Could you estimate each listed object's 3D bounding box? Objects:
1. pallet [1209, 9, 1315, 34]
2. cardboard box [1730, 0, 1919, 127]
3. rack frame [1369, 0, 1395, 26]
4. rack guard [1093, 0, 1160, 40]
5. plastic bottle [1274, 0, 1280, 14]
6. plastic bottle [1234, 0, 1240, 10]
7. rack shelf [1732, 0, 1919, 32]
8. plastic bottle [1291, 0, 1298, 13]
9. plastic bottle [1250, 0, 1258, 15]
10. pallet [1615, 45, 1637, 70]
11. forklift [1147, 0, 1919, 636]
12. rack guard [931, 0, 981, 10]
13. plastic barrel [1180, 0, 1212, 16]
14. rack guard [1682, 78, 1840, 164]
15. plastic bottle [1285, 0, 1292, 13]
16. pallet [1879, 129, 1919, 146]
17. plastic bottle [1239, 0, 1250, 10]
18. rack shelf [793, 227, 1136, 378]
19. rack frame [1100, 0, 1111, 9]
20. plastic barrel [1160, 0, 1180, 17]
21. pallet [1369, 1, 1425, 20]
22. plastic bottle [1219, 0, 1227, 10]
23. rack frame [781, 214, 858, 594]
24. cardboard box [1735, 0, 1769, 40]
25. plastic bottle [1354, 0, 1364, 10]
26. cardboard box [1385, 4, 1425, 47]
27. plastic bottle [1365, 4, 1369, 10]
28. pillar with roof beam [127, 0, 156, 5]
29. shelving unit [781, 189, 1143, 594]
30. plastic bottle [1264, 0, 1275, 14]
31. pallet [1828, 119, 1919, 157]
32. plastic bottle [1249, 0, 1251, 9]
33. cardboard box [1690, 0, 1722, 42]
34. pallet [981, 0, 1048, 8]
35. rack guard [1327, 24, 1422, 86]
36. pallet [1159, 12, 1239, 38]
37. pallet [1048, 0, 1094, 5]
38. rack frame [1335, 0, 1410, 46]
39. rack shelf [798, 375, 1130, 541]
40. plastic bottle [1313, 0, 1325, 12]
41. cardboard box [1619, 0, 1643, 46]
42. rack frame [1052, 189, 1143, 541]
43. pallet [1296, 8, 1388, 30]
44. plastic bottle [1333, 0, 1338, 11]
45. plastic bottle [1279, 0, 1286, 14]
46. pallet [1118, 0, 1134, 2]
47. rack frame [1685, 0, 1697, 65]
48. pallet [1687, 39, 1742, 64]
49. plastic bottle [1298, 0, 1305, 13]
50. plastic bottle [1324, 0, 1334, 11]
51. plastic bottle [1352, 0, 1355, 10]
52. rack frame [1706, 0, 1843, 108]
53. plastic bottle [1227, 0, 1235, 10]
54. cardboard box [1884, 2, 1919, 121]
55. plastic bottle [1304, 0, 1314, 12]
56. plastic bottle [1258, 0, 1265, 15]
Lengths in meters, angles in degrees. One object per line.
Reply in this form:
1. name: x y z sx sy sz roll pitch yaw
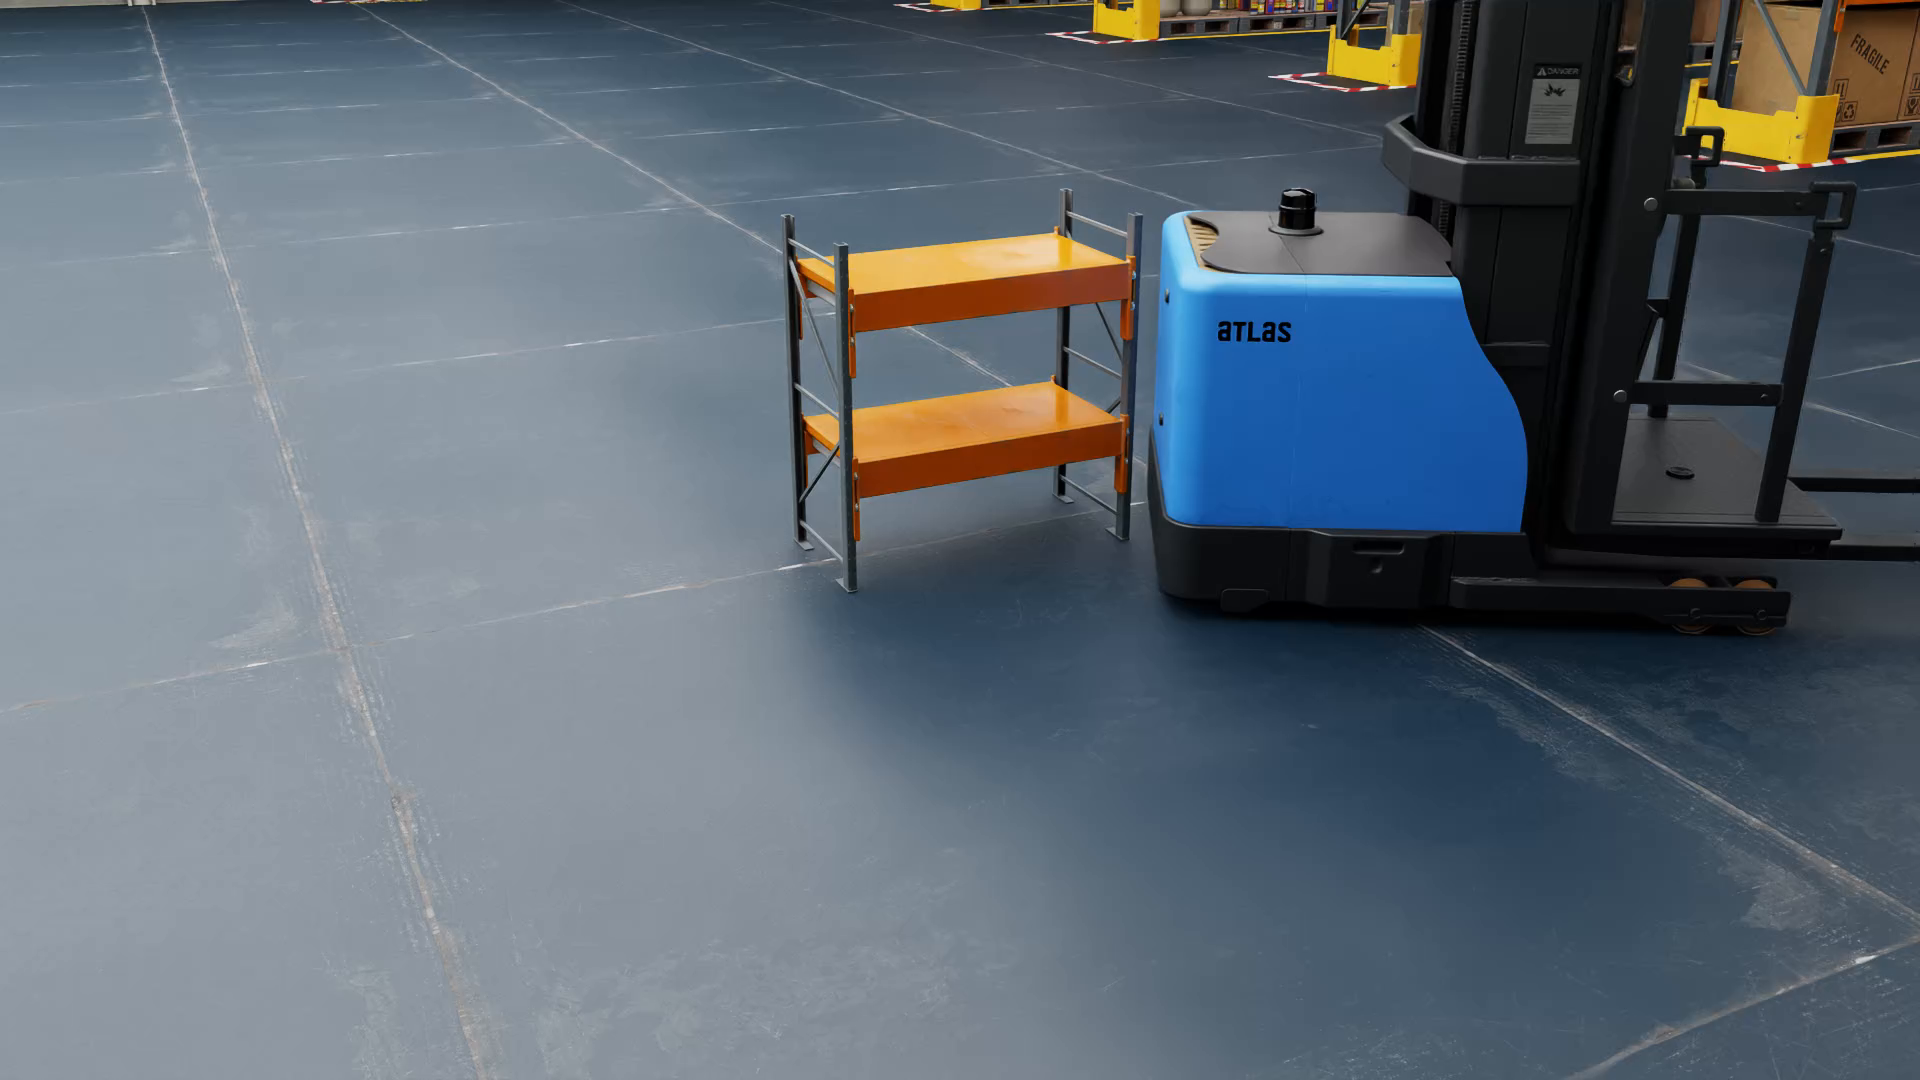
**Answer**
1. pallet: 3.976 -6.979 22.333 1.213 0.211 1.003 -10 25 -24
2. cardboard box: 6.887 -3.819 13.283 0.875 0.875 0.875 -10 25 -23
3. rack frame: 5.700 -8.568 22.527 0.127 3.000 1.000 -10 25 -24
4. rack guard: 2.144 -6.778 21.472 0.348 0.500 1.175 -10 25 -24
5. plastic bottle: 4.174 -7.097 21.966 0.097 0.271 0.097 0 22 0
6. plastic bottle: 3.800 -7.337 22.540 0.135 0.276 0.152 -10 25 -23
7. rack shelf: 8.107 -4.471 13.569 4.000 0.370 1.077 -10 25 -24
8. plastic bottle: 4.447 -7.148 22.087 0.097 0.271 0.097 0 22 0
9. plastic bottle: 3.865 -7.041 21.829 0.097 0.271 0.097 0 22 0
10. pallet: 7.259 -5.449 18.638 1.213 0.211 1.003 -10 25 -24
11. forklift: 2.162 -1.274 4.994 3.031 2.935 1.130 1 23 3
12. rack guard: -0.070 -8.453 25.518 0.348 0.500 1.175 -10 25 -24
13. plastic barrel: 3.108 -7.168 21.848 0.421 0.512 0.421 0 22 0
14. rack guard: 6.283 -3.313 13.099 0.348 0.500 1.175 -10 25 -24
15. plastic bottle: 4.353 -7.098 22.059 0.097 0.201 0.097 0 22 0
16. pallet: 8.089 -3.543 14.034 1.213 0.211 1.003 -10 25 -24
17. plastic bottle: 3.847 -7.304 22.450 0.133 0.283 0.061 -10 25 -24
18. rack shelf: 0.006 -0.791 5.426 1.000 0.278 0.538 -10 25 -24
19. rack frame: 2.096 -7.904 20.924 0.127 3.000 1.000 -10 25 -24
20. plastic barrel: 2.656 -7.085 21.647 0.421 0.512 0.421 0 22 0
21. pallet: 6.391 -7.423 23.407 1.213 0.211 1.003 -10 25 -24
22. plastic bottle: 3.561 -7.271 22.476 0.097 0.201 0.097 0 22 0
23. rack frame: -0.452 -0.437 5.334 0.032 1.125 0.500 -10 25 -24
24. cardboard box: 8.849 -6.076 19.201 0.500 0.500 0.700 -11 25 -24
25. plastic bottle: 5.410 -7.323 22.495 0.133 0.283 0.061 -9 24 -21
26. cardboard box: 4.814 -5.334 17.434 0.500 0.500 0.500 -6 23 -14
27. plastic bottle: 5.509 -7.311 22.573 0.097 0.201 0.097 0 22 0
28. pillar with roof beam: -10.890 -11.031 20.632 0.400 9.000 9.100 -10 25 -24
29. shelving unit: 0.006 -0.521 5.538 1.048 1.125 0.538 -10 25 -24
30. plastic bottle: 4.077 -7.077 21.902 0.133 0.283 0.061 -10 25 -23
31. pallet: 6.991 -3.343 13.549 1.213 0.211 1.003 -10 25 -24
32. plastic bottle: 3.925 -7.360 22.595 0.135 0.276 0.152 -11 25 -25
33. cardboard box: 8.411 -6.004 19.025 0.500 0.500 0.700 -13 26 -28
34. pallet: 0.622 -8.465 25.924 1.213 0.211 1.003 -10 25 -24
35. rack guard: 4.313 -5.055 17.309 0.348 0.500 1.175 -10 25 -24
36. pallet: 2.879 -6.778 21.848 1.213 0.211 1.003 -10 25 -24
37. pallet: 1.720 -8.666 26.409 1.213 0.211 1.003 -10 25 -24
38. rack frame: 4.244 -6.198 16.800 0.127 3.000 1.000 -10 25 -24
39. rack shelf: 0.006 -0.295 5.631 1.000 0.278 0.538 -10 25 -24
40. plastic bottle: 4.781 -7.256 22.245 0.185 0.351 0.144 -11 25 -24
41. cardboard box: 7.471 -5.848 18.674 0.500 0.500 0.500 -11 25 -25
42. rack frame: 0.464 -0.605 5.741 0.032 1.125 0.500 -10 25 -24
43. pallet: 5.077 -7.183 22.826 1.213 0.211 1.003 -10 25 -24
44. plastic bottle: 5.072 -7.309 22.374 0.185 0.351 0.144 -12 25 -26
45. plastic bottle: 4.264 -7.114 22.006 0.097 0.271 0.097 0 22 0
46. pallet: 2.821 -8.870 26.902 1.213 0.211 1.003 -10 25 -24
47. rack frame: 7.849 -6.861 18.403 0.127 3.000 1.000 -10 25 -24
48. pallet: 8.549 -5.702 19.250 1.213 0.211 1.003 -10 25 -24
49. plastic bottle: 4.539 -7.132 22.142 0.097 0.201 0.097 0 22 0
50. plastic bottle: 4.943 -7.237 22.287 0.133 0.283 0.061 -9 24 -20
51. plastic bottle: 5.245 -7.341 22.451 0.185 0.351 0.144 -11 25 -25
52. rack frame: 6.304 -4.471 12.630 0.127 3.000 1.000 -10 25 -24
53. plastic bottle: 3.658 -7.334 22.522 0.133 0.283 0.061 -10 24 -22
54. cardboard box: 7.679 -3.966 13.637 0.875 0.875 0.875 -11 25 -24
55. plastic bottle: 4.633 -7.196 22.197 0.135 0.276 0.152 -10 24 -23
56. plastic bottle: 3.958 -7.025 21.883 0.097 0.201 0.097 0 22 0
